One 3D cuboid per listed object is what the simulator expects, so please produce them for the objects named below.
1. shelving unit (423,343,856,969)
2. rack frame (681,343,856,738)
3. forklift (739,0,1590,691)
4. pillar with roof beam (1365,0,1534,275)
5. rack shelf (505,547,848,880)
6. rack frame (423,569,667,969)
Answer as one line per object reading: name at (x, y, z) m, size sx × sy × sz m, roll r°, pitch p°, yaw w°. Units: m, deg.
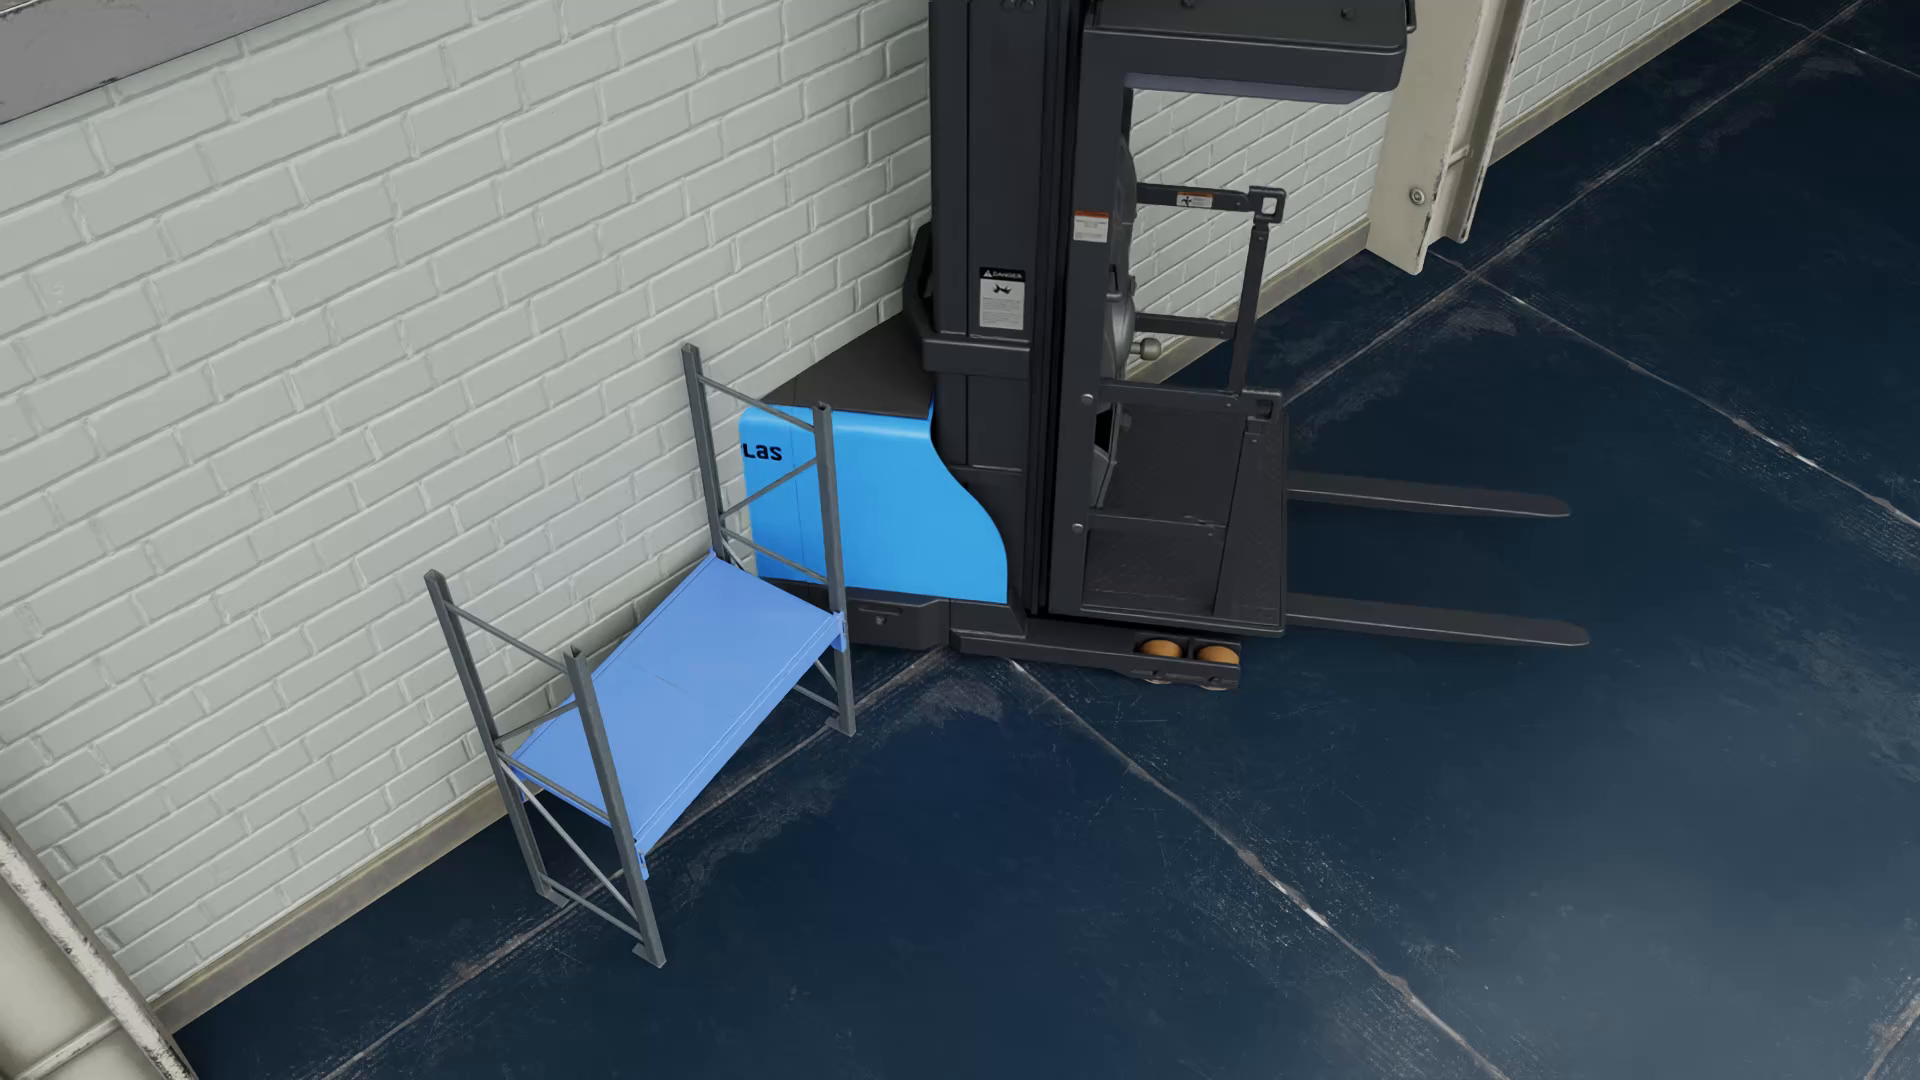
shelving unit at (-0.843, 0.370, 4.888) m, size 0.538 × 1.500 × 1.048 m, roll 25°, pitch 52°, yaw 21°
rack frame at (-0.572, 0.054, 5.180) m, size 0.500 × 1.500 × 0.032 m, roll 25°, pitch 52°, yaw 21°
forklift at (0.678, -0.892, 5.078) m, size 3.031 × 2.935 × 1.130 m, roll 6°, pitch 48°, yaw 6°
pillar with roof beam at (4.940, -2.056, 2.024) m, size 0.400 × 9.000 × 9.100 m, roll -34°, pitch 56°, yaw -27°
rack shelf at (-0.843, 0.492, 5.020) m, size 0.538 × 0.185 × 1.000 m, roll 25°, pitch 52°, yaw 21°
rack frame at (-1.114, 0.686, 4.596) m, size 0.500 × 1.500 × 0.032 m, roll 25°, pitch 52°, yaw 21°
